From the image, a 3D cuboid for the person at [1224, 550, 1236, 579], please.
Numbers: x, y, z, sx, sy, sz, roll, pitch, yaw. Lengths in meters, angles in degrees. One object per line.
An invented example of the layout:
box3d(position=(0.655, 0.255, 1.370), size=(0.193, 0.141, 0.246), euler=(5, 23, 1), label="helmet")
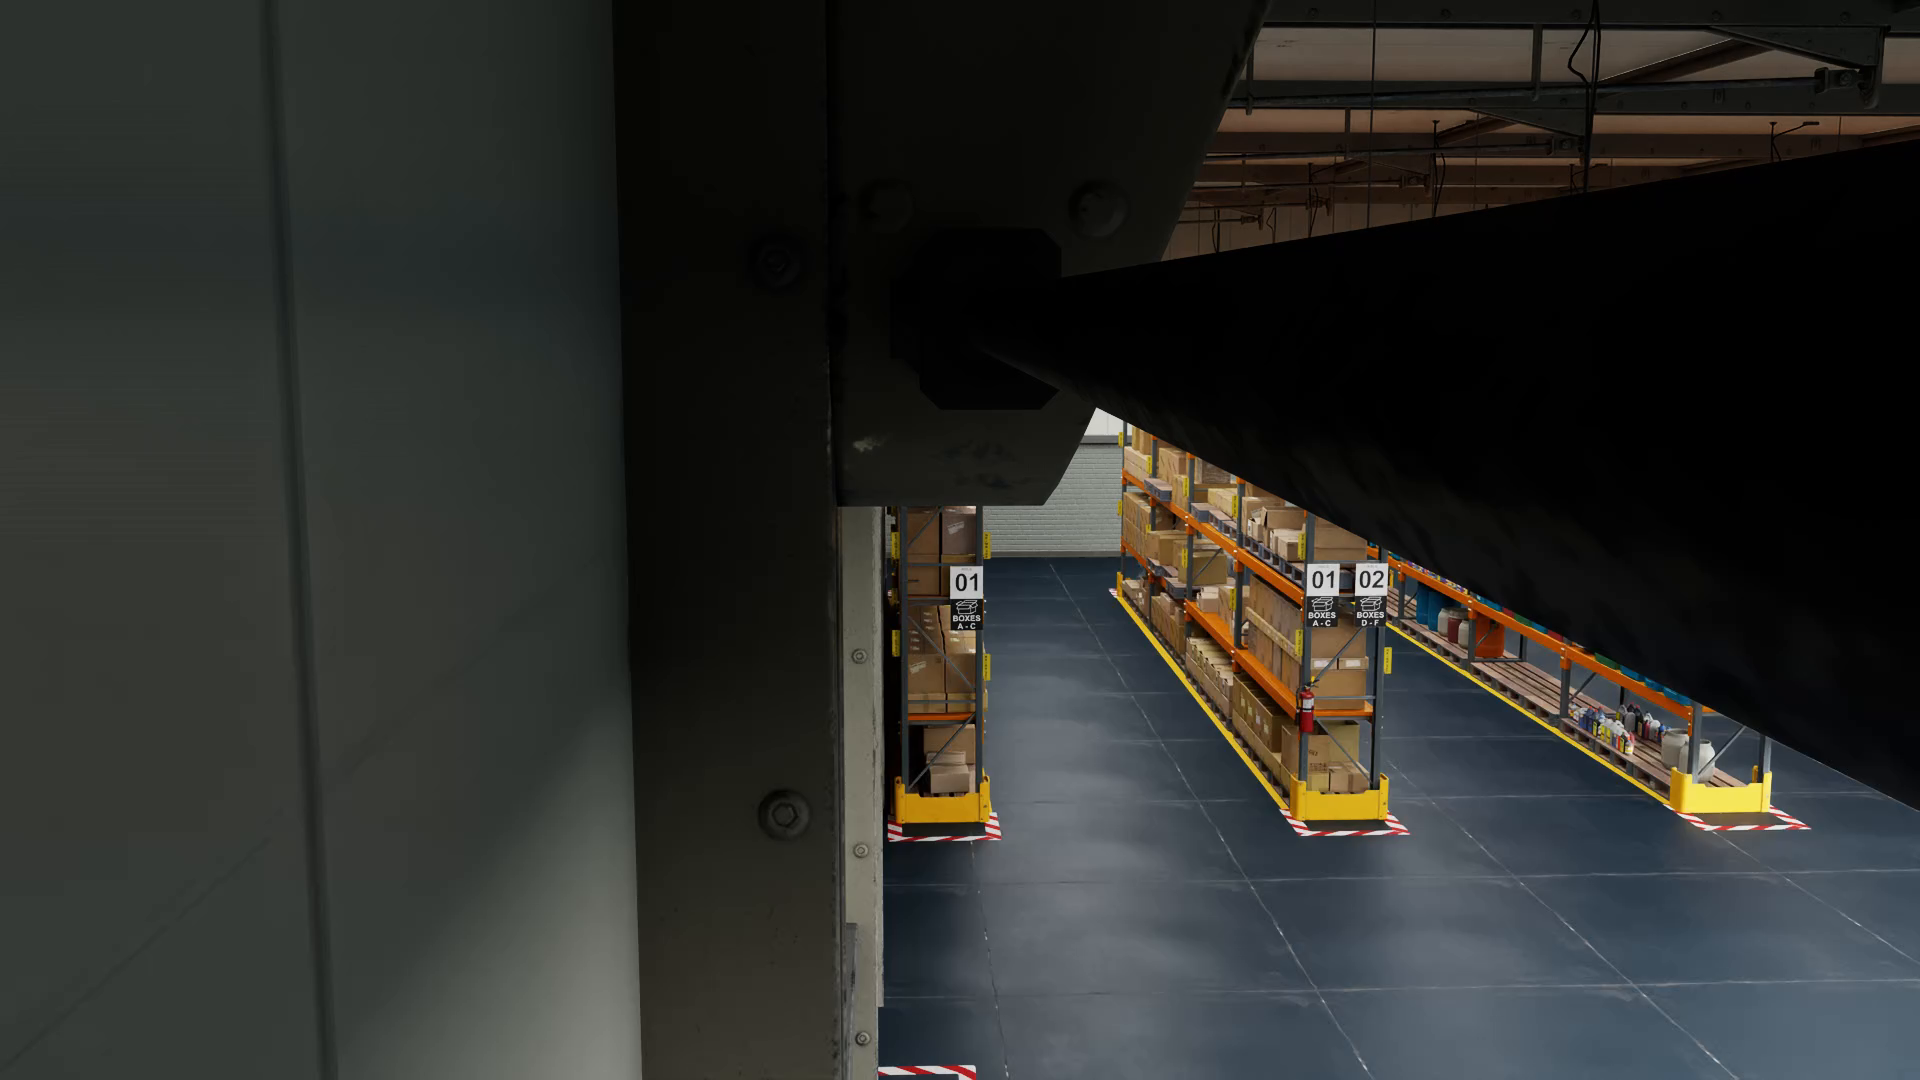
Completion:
box3d(position=(5.823, 0.404, 35.894), size=(0.694, 1.793, 0.929), euler=(-3, 9, -22), label="person")
